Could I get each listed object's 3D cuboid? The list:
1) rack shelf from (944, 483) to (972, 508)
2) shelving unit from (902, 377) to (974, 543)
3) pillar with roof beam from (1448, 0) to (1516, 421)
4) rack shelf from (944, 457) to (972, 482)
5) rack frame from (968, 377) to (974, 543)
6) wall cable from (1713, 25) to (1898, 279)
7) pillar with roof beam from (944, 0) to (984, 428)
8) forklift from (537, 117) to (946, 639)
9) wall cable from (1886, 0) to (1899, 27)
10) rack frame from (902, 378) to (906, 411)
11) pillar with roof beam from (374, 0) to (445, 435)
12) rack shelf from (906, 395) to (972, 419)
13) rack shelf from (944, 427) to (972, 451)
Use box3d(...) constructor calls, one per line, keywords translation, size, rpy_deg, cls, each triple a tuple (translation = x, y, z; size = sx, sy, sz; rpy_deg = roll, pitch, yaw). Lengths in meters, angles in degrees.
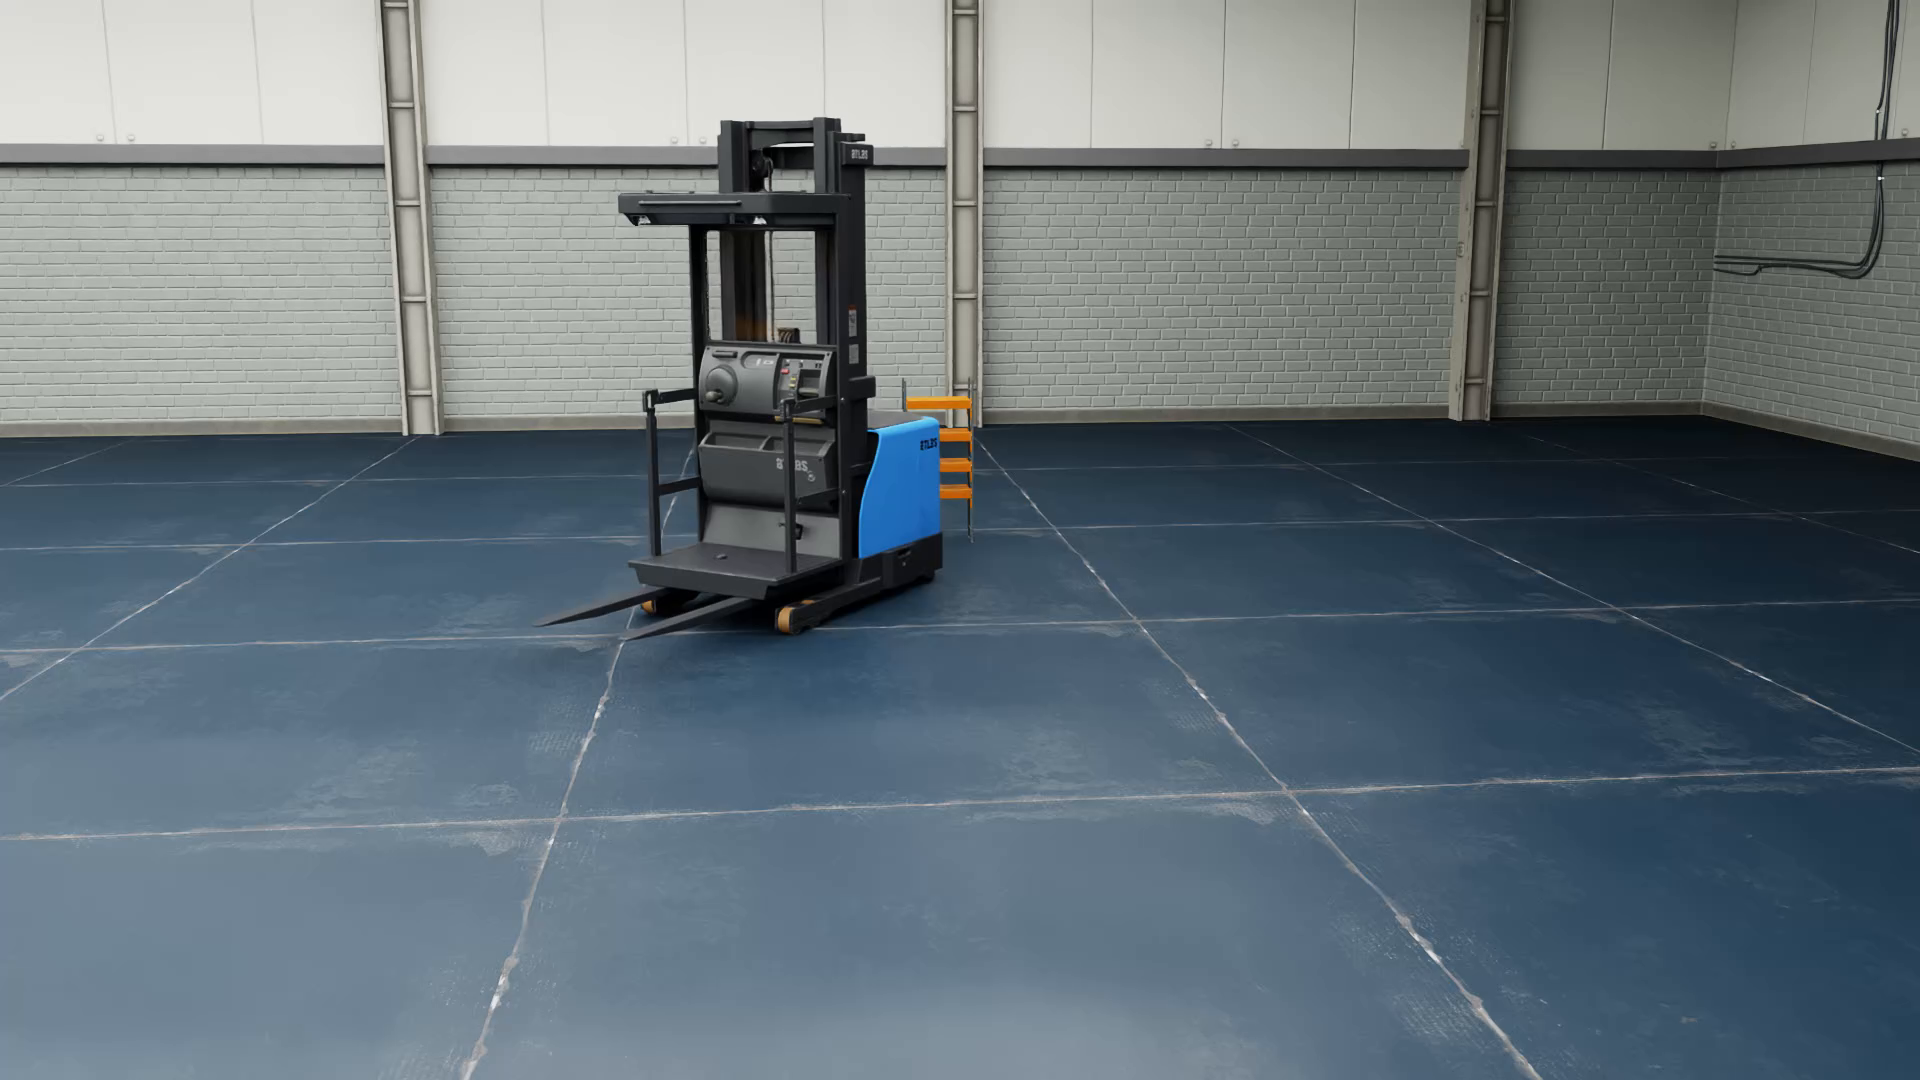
box3d(translation=(-0.165, -0.324, 12.286), size=(0.480, 0.148, 0.258), rpy_deg=(-1, 11, -6), cls="rack shelf")
box3d(translation=(-0.165, -0.585, 12.235), size=(0.503, 1.200, 0.258), rpy_deg=(-1, 11, -6), cls="shelving unit")
box3d(translation=(6.474, -5.020, 14.575), size=(0.400, 9.000, 9.100), rpy_deg=(-1, 11, -6), cls="pillar with roof beam")
box3d(translation=(-0.165, -0.519, 12.248), size=(0.480, 0.148, 0.258), rpy_deg=(-1, 11, -6), cls="rack shelf")
box3d(translation=(0.078, -0.590, 12.261), size=(0.015, 1.200, 0.240), rpy_deg=(-1, 11, -6), cls="rack frame")
box3d(translation=(9.081, -4.130, 18.096), size=(0.112, 2.526, 3.097), rpy_deg=(-1, 11, -6), cls="wall cable")
box3d(translation=(0.509, -4.895, 13.939), size=(0.400, 9.000, 9.100), rpy_deg=(-1, 11, -6), cls="pillar with roof beam")
box3d(translation=(-1.250, -0.999, 9.851), size=(1.130, 2.935, 3.031), rpy_deg=(6, 13, 29), cls="forklift")
box3d(translation=(9.373, -6.089, 14.970), size=(0.112, 2.526, 3.097), rpy_deg=(-1, 11, -6), cls="wall cable")
box3d(translation=(-0.407, -0.580, 12.209), size=(0.015, 1.200, 0.240), rpy_deg=(-1, 11, -6), cls="rack frame")
box3d(translation=(-5.456, -4.770, 13.304), size=(0.400, 9.000, 9.100), rpy_deg=(-1, 11, -6), cls="pillar with roof beam")
box3d(translation=(-0.165, -0.971, 12.159), size=(0.480, 0.148, 0.258), rpy_deg=(-1, 11, -6), cls="rack shelf")
box3d(translation=(-0.165, -0.739, 12.205), size=(0.480, 0.148, 0.258), rpy_deg=(-1, 11, -6), cls="rack shelf")
